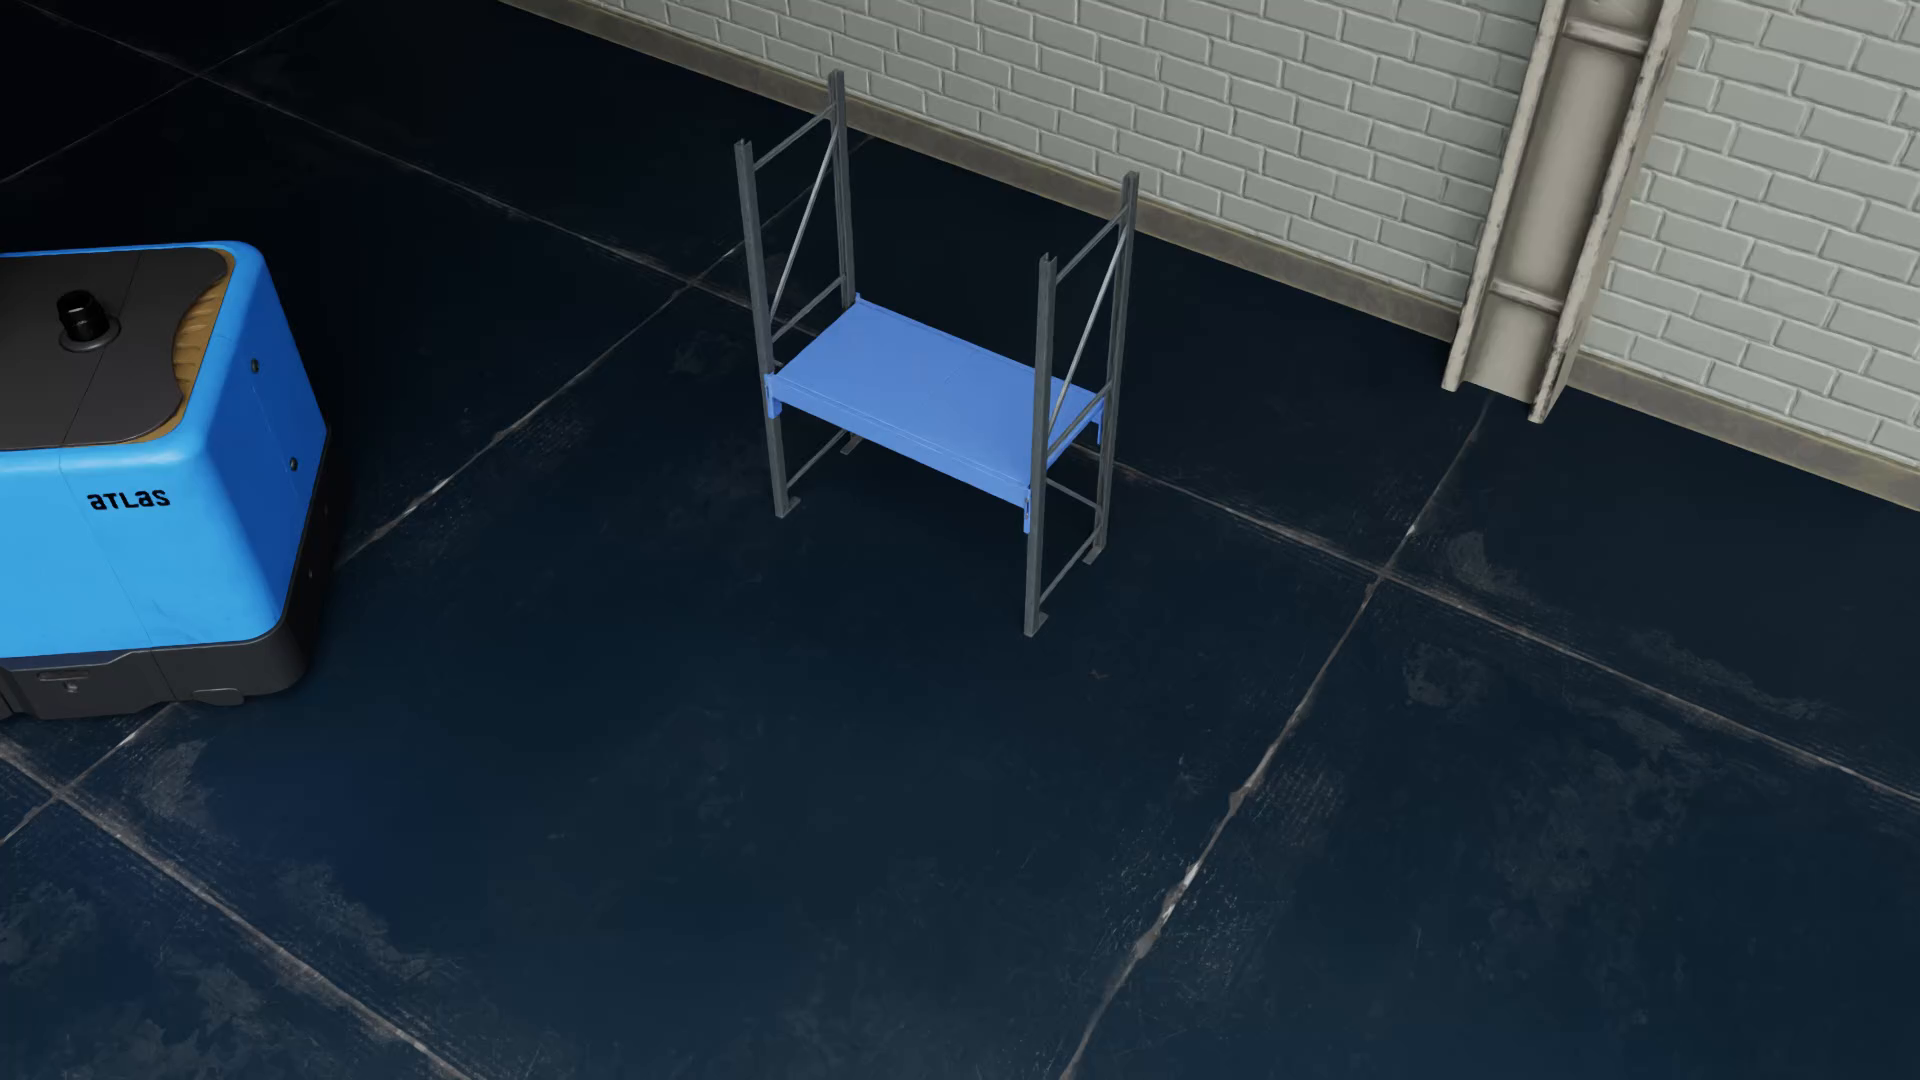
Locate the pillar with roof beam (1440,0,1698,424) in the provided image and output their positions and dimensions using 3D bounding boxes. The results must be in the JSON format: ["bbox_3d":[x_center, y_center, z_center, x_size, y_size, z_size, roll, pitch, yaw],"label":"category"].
[{"bbox_3d":[-0.252,-1.134,0.578,0.400,9.000,9.100,25,51,22],"label":"pillar with roof beam"}]

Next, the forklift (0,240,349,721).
[{"bbox_3d":[-3.613,-0.766,4.451,3.031,2.935,1.130,-4,46,-4],"label":"forklift"}]

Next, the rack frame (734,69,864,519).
[{"bbox_3d":[-0.500,-0.753,5.435,0.032,1.500,0.500,25,51,22],"label":"rack frame"}]

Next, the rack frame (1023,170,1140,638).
[{"bbox_3d":[0.356,-0.359,5.053,0.032,1.500,0.500,25,51,22],"label":"rack frame"}]

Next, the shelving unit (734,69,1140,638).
[{"bbox_3d":[-0.072,-0.556,5.244,1.048,1.500,0.538,25,51,22],"label":"shelving unit"}]

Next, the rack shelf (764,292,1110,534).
[{"bbox_3d":[-0.072,-0.430,5.373,1.000,0.185,0.538,25,51,22],"label":"rack shelf"}]
